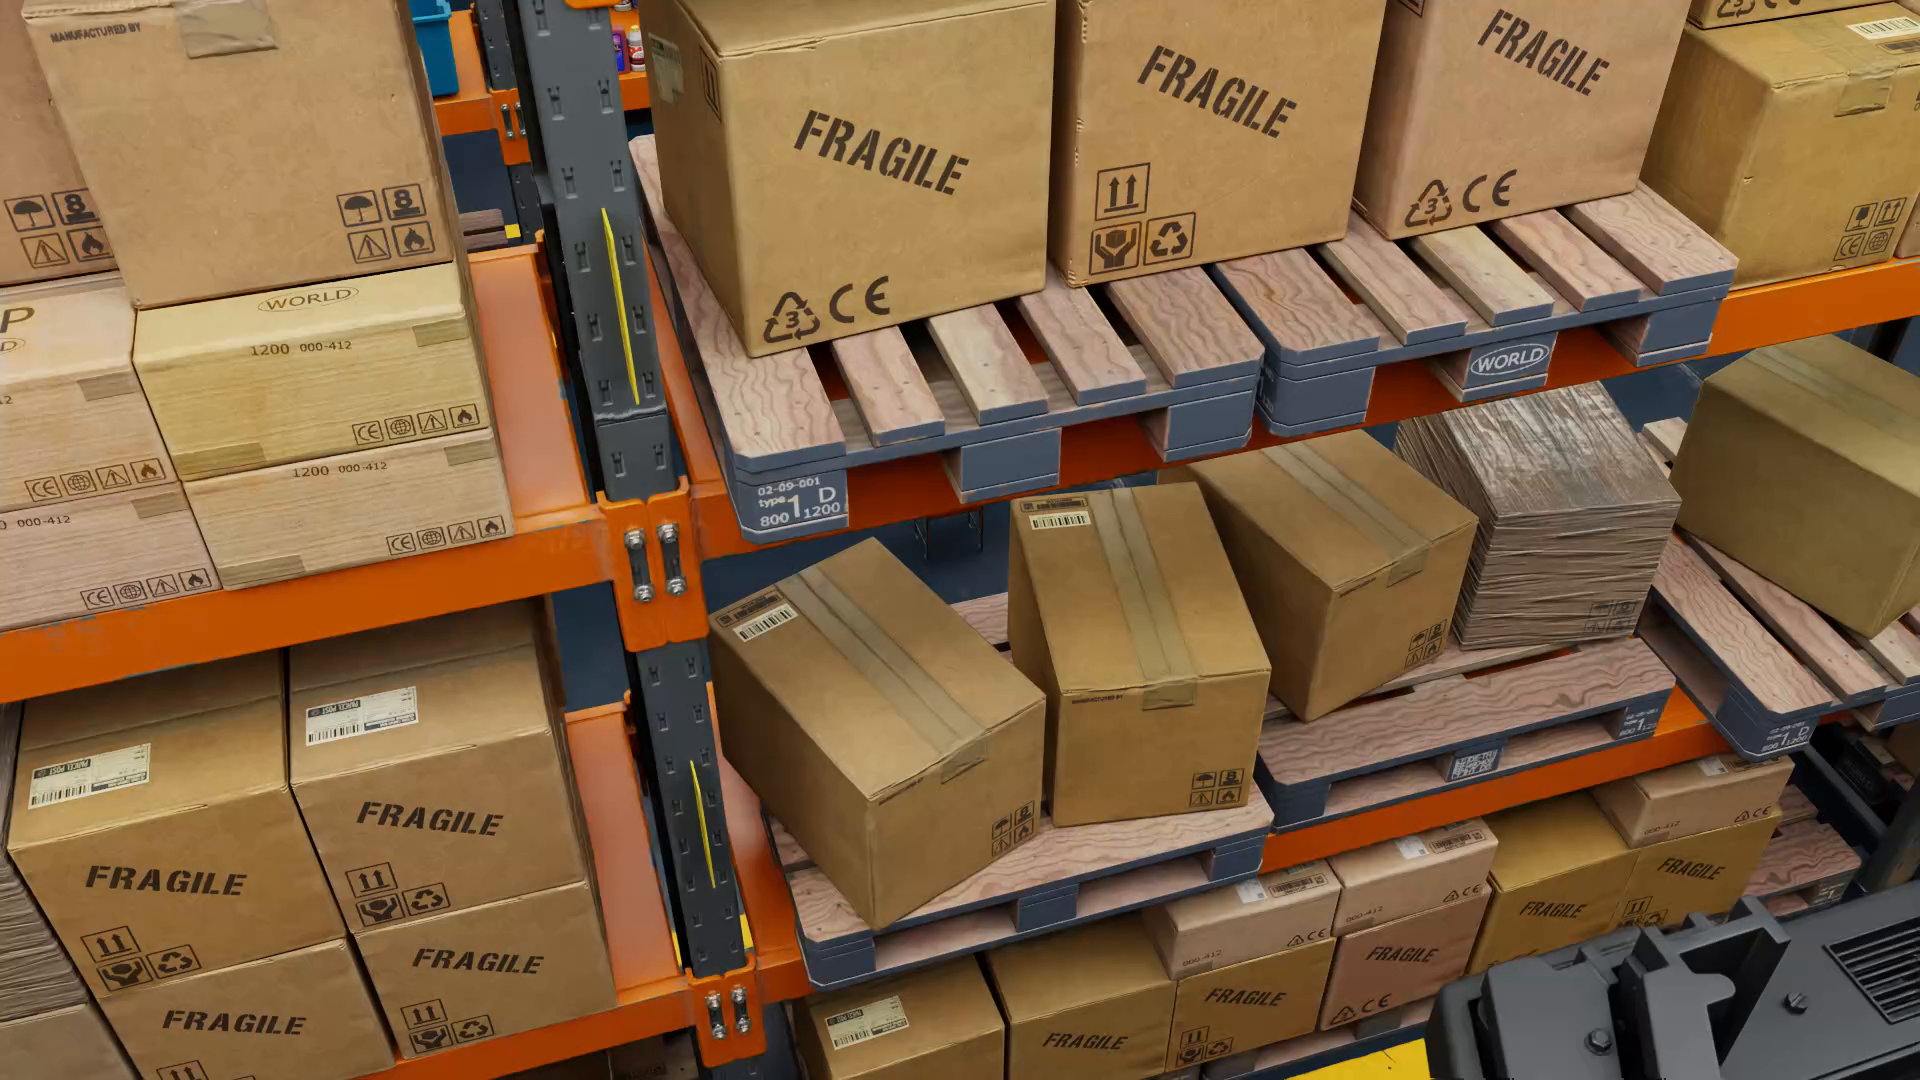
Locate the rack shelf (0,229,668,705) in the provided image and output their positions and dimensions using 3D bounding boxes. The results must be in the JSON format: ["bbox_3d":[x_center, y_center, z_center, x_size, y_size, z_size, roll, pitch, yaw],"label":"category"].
[{"bbox_3d":[-2.635,0.141,3.075,4.000,0.370,1.077,-12,42,-13],"label":"rack shelf"}]

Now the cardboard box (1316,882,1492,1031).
[{"bbox_3d":[1.273,1.132,5.240,0.500,0.500,0.500,-13,43,-15],"label":"cardboard box"}]

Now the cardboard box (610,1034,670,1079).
[{"bbox_3d":[-1.193,1.399,5.078,0.500,0.311,0.500,-12,42,-13],"label":"cardboard box"}]

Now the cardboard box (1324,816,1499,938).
[{"bbox_3d":[1.239,0.858,4.983,0.500,0.250,0.500,-12,43,-14],"label":"cardboard box"}]

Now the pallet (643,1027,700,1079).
[{"bbox_3d":[-1.383,1.790,5.041,1.213,0.211,1.003,-12,42,-13],"label":"pallet"}]

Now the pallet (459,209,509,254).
[{"bbox_3d":[-2.902,-1.285,8.560,1.213,0.211,1.003,-12,42,-13],"label":"pallet"}]

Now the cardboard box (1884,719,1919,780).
[{"bbox_3d":[3.675,0.772,5.857,0.500,0.250,0.500,-12,43,-13],"label":"cardboard box"}]

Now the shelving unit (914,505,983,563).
[{"bbox_3d":[-0.051,-0.385,6.893,0.252,1.050,0.215,-12,42,-13],"label":"shelving unit"}]

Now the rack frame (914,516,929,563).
[{"bbox_3d":[-0.167,-0.361,6.865,0.008,1.050,0.200,-12,42,-13],"label":"rack frame"}]

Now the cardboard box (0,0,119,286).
[{"bbox_3d":[-1.700,-0.809,2.780,0.500,0.500,0.700,-12,42,-13],"label":"cardboard box"}]

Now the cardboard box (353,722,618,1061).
[{"bbox_3d":[-1.128,0.827,3.947,0.500,0.500,0.500,-11,42,-12],"label":"cardboard box"}]

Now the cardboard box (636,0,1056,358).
[{"bbox_3d":[-0.225,-0.812,3.148,0.600,0.600,0.600,-16,43,-17],"label":"cardboard box"}]

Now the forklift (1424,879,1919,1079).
[{"bbox_3d":[1.505,1.746,3.024,3.031,2.935,1.130,-12,43,-14],"label":"forklift"}]

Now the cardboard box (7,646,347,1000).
[{"bbox_3d":[-1.620,0.556,3.498,0.500,0.500,0.500,-12,43,-14],"label":"cardboard box"}]

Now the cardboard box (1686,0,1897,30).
[{"bbox_3d":[1.697,-1.446,3.509,0.500,0.500,0.500,-12,42,-13],"label":"cardboard box"}]

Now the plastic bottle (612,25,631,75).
[{"bbox_3d":[-1.607,-2.291,7.682,0.133,0.283,0.061,-12,42,-13],"label":"plastic bottle"}]

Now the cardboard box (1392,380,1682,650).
[{"bbox_3d":[1.591,-0.125,4.718,0.500,0.500,0.700,-4,41,-5],"label":"cardboard box"}]

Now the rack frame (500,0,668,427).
[{"bbox_3d":[-0.728,-1.654,2.304,0.127,3.000,1.000,-12,42,-13],"label":"rack frame"}]

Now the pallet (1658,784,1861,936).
[{"bbox_3d":[2.364,0.988,5.958,1.213,0.211,1.003,-12,42,-13],"label":"pallet"}]

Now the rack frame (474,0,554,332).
[{"bbox_3d":[-2.212,-2.504,7.837,0.127,3.000,1.000,-12,42,-13],"label":"rack frame"}]

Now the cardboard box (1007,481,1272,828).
[{"bbox_3d":[0.428,0.280,4.254,0.500,0.500,0.700,-5,41,-6],"label":"cardboard box"}]

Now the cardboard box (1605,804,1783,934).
[{"bbox_3d":[2.266,0.922,5.480,0.500,0.500,0.500,-10,42,-11],"label":"cardboard box"}]

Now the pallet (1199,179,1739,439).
[{"bbox_3d":[0.904,-0.746,3.687,1.003,0.211,1.213,-12,42,-13],"label":"pallet"}]

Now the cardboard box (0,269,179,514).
[{"bbox_3d":[-1.588,-0.293,2.760,0.500,0.250,0.500,-12,42,-13],"label":"cardboard box"}]

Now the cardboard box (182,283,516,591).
[{"bbox_3d":[-1.112,-0.205,3.039,0.500,0.250,0.500,-12,42,-13],"label":"cardboard box"}]

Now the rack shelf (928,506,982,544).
[{"bbox_3d":[-0.051,-0.168,7.082,0.240,0.259,0.215,-12,42,-13],"label":"rack shelf"}]

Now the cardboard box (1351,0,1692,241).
[{"bbox_3d":[1.046,-1.077,3.452,0.600,0.600,0.600,-13,43,-15],"label":"cardboard box"}]

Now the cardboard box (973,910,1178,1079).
[{"bbox_3d":[0.312,1.325,5.018,0.500,0.500,0.500,-11,42,-12],"label":"cardboard box"}]

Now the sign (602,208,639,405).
[{"bbox_3d":[-0.558,-0.380,2.733,0.005,0.325,0.100,-12,42,-13],"label":"sign"}]

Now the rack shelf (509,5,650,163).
[{"bbox_3d":[-0.305,-2.629,8.526,4.000,0.370,1.077,-12,42,-13],"label":"rack shelf"}]

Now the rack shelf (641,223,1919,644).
[{"bbox_3d":[1.180,-0.649,3.980,4.000,0.370,1.077,-12,42,-13],"label":"rack shelf"}]

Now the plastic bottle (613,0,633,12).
[{"bbox_3d":[-1.685,-2.739,8.256,0.097,0.201,0.097,0,41,0],"label":"plastic bottle"}]
